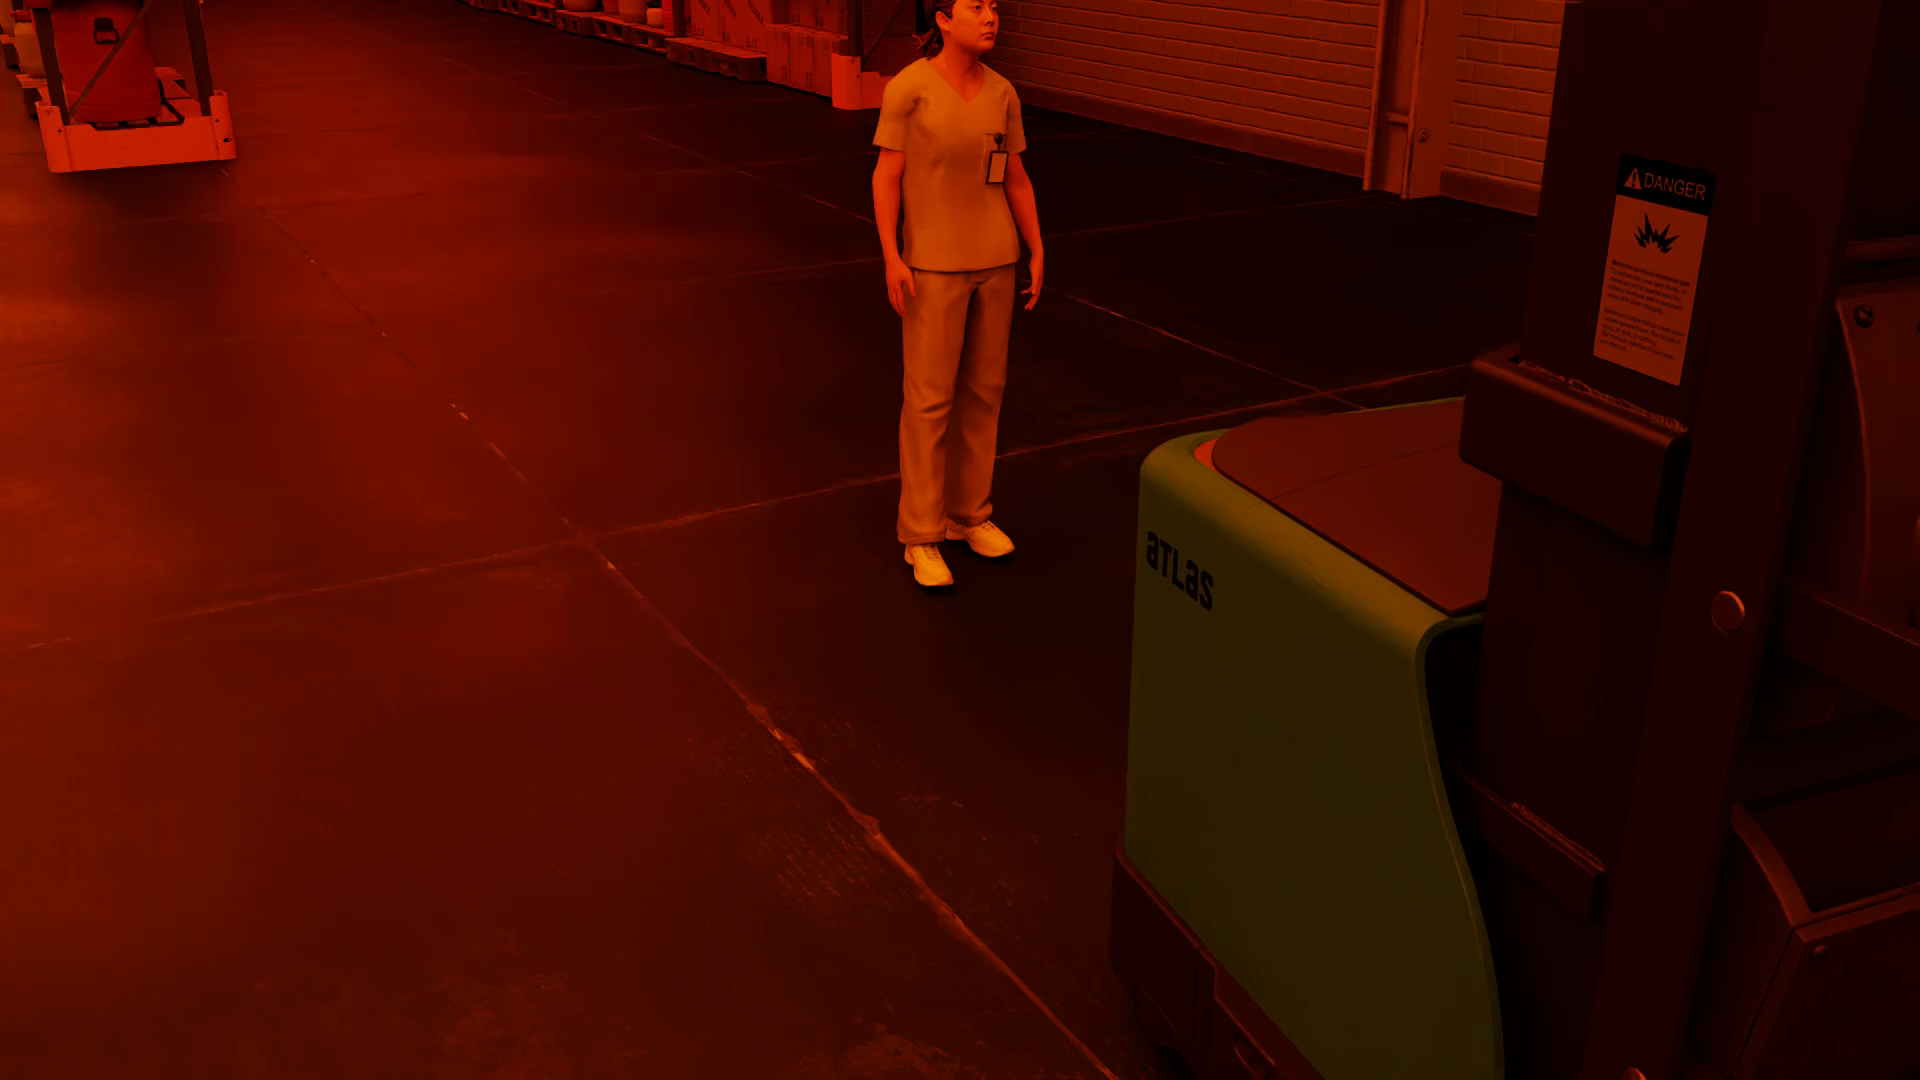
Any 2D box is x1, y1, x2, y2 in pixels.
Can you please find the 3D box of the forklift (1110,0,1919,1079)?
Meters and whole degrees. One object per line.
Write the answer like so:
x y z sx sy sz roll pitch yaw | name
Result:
1.301 -0.081 1.470 1.130 2.935 3.031 -9 24 -20 | forklift

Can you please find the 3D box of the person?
0.025 -0.755 4.748 0.549 1.673 0.548 -12 25 -28 | person
